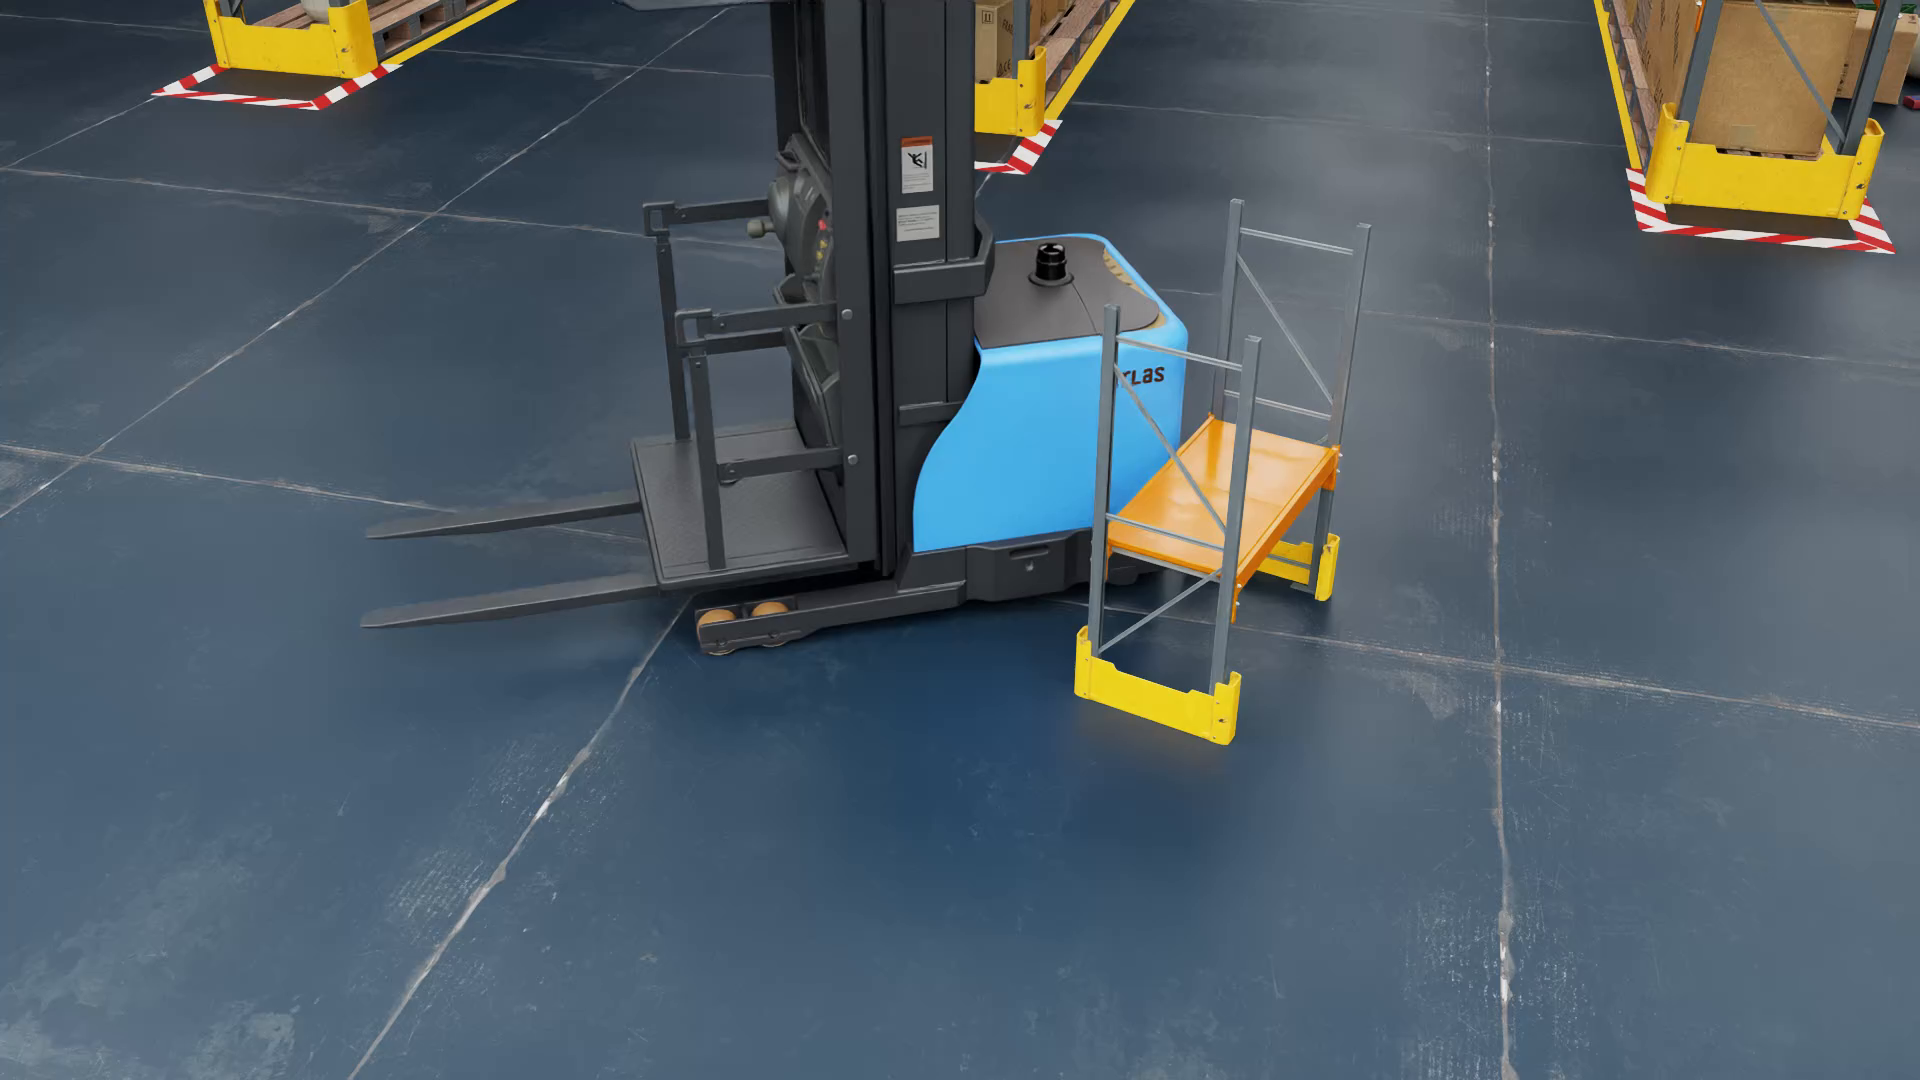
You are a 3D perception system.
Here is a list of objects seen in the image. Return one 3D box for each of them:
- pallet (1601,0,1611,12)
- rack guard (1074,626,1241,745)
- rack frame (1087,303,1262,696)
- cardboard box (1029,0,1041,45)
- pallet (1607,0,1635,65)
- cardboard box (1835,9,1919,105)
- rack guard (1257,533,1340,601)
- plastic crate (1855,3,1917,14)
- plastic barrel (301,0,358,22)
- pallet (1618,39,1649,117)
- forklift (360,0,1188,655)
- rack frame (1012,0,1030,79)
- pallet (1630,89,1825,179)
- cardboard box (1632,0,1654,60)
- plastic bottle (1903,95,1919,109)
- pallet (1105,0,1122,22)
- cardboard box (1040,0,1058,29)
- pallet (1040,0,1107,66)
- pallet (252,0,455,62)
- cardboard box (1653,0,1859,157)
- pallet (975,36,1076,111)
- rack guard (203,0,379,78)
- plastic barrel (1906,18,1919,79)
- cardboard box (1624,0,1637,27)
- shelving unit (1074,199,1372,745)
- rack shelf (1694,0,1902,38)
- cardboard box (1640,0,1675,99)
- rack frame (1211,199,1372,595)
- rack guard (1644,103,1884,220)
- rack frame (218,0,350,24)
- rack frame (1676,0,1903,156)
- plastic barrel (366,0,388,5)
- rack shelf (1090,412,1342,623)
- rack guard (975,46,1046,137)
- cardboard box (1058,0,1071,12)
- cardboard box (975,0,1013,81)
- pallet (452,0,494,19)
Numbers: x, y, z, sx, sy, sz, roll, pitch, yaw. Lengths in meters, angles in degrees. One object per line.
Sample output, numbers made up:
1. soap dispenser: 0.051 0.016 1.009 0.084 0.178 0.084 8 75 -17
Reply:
1. pallet: 5.860 -4.614 13.811 1.003 0.211 1.213 8 33 12
2. rack guard: 0.674 0.498 5.733 0.587 0.250 0.087 17 36 25
3. rack frame: 0.664 -0.020 5.384 0.500 1.500 0.032 17 36 25
4. cardboard box: 0.244 -3.791 11.856 0.500 0.500 0.500 17 36 25
5. pallet: 5.469 -3.819 12.561 1.003 0.211 1.213 8 33 12
6. cardboard box: 6.336 -3.381 11.600 0.500 0.500 0.500 14 35 21
7. rack guard: 1.169 0.035 6.462 0.587 0.250 0.087 17 36 25
8. plastic crate: 6.960 -3.949 12.733 0.662 0.188 0.450 -28 32 -37
9. plastic barrel: -4.747 -4.186 12.466 0.421 0.512 0.421 0 32 0
10. pallet: 5.161 -3.184 11.562 1.003 0.211 1.213 8 33 12
11. forklift: -0.738 -1.130 5.795 3.031 2.935 1.130 -8 33 -13
12. rack frame: -0.050 -4.032 10.296 1.000 3.000 0.127 8 33 12
13. pallet: 4.850 -2.553 10.569 1.003 0.211 1.213 8 33 12
14. cardboard box: 5.285 -3.875 11.639 0.875 0.875 0.875 8 33 13
15. plastic bottle: 6.657 -3.012 11.431 0.283 0.061 0.133 -3 33 -4
16. pallet: 0.829 -4.578 13.754 1.003 0.211 1.213 8 33 12
17. cardboard box: 0.421 -4.113 12.363 0.500 0.500 0.500 11 34 17
18. pallet: 0.522 -3.943 12.755 1.003 0.211 1.213 8 33 12
19. pallet: -4.655 -3.996 12.839 1.003 0.211 1.213 8 33 12
20. cardboard box: 4.830 -2.946 10.177 0.875 0.875 0.875 8 33 13
21. pallet: 0.210 -3.311 11.762 1.003 0.211 1.213 8 33 12
22. rack guard: -4.867 -3.697 12.100 1.175 0.500 0.348 8 33 12
23. plastic barrel: 6.933 -3.495 11.853 0.421 0.421 0.512 -21 38 -29
24. cardboard box: 5.510 -4.344 12.376 0.875 0.875 0.875 9 33 13
25. shelving unit: 0.921 -0.261 5.763 0.587 1.500 1.083 17 36 25
26. rack shelf: 5.230 -4.039 10.977 1.077 0.370 4.000 8 33 12
27. cardboard box: 5.052 -3.403 10.895 0.875 0.875 0.875 8 33 12
28. rack frame: 1.170 -0.493 6.128 0.500 1.500 0.032 17 36 25
29. rack guard: 4.716 -2.237 9.803 1.175 0.500 0.348 8 33 12
30. rack frame: -4.841 -4.706 11.357 1.000 3.000 0.127 8 33 12
31. rack frame: 4.722 -3.304 9.152 1.000 3.000 0.127 8 33 12
32. plastic barrel: -4.620 -4.446 12.875 0.421 0.512 0.421 0 32 0
33. rack shelf: 0.917 -0.105 5.852 0.538 0.185 1.000 17 36 25
34. rack guard: -0.030 -3.017 11.029 1.175 0.500 0.348 8 33 12
35. cardboard box: 0.606 -4.397 12.809 0.500 0.500 0.500 5 33 8
36. cardboard box: 0.125 -3.476 11.361 0.500 0.500 0.500 14 35 21
37. pallet: -4.344 -4.627 13.832 1.003 0.211 1.213 8 33 12
